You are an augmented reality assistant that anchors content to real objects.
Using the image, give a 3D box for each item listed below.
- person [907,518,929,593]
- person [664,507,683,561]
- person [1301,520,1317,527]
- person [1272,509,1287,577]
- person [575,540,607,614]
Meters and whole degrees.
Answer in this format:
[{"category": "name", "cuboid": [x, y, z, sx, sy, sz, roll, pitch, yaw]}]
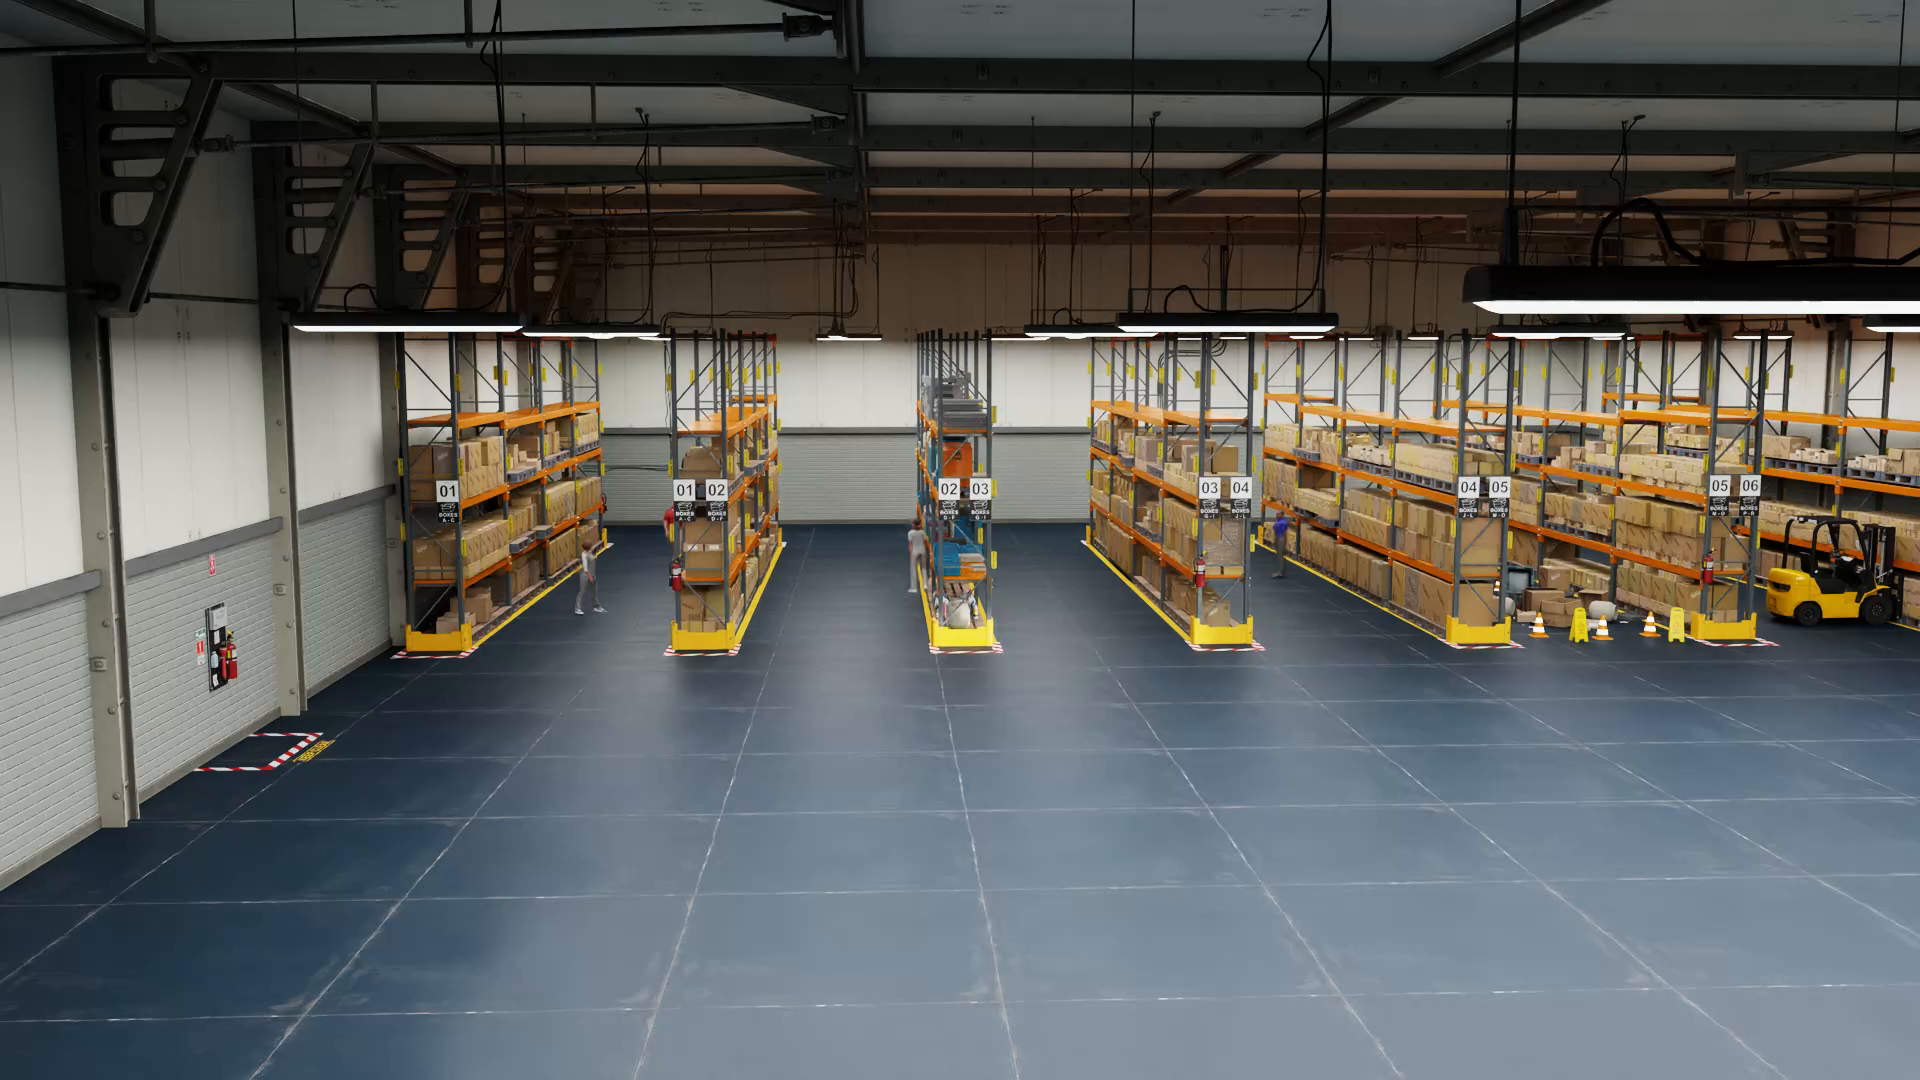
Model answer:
[{"category": "person", "cuboid": [-0.937, 0.338, 37.197, 0.492, 1.684, 0.380, -3, 7, -24]}, {"category": "person", "cuboid": [-7.448, -0.168, 43.284, 0.493, 1.577, 1.060, 0, 7, 0]}, {"category": "person", "cuboid": [10.325, -0.911, 49.033, 1.005, 1.735, 0.572, -1, 7, -8]}, {"category": "person", "cuboid": [7.879, 0.062, 41.124, 0.375, 1.671, 0.498, 0, 7, -4]}, {"category": "person", "cuboid": [-7.913, 0.782, 35.411, 0.532, 1.606, 0.588, 2, 7, 16]}]
